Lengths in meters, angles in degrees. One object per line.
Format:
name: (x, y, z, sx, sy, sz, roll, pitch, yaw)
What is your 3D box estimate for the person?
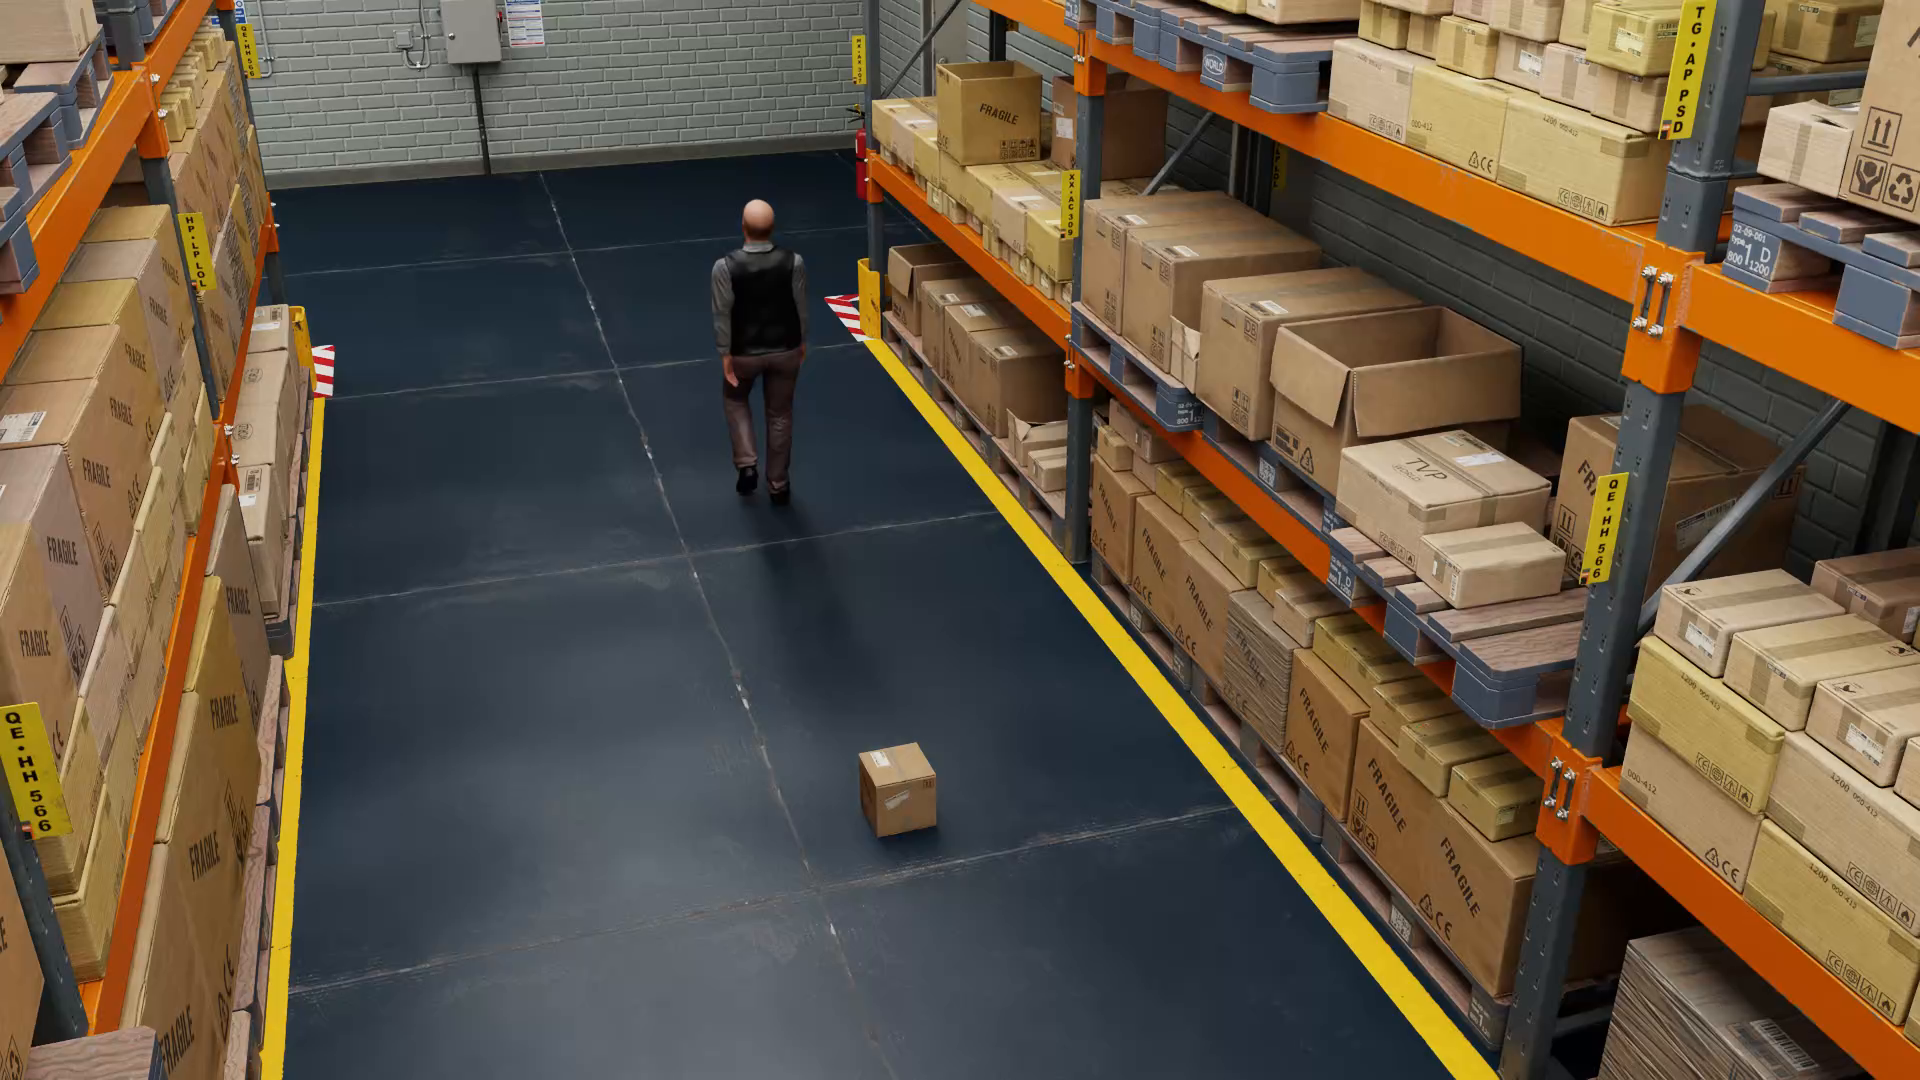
person: (-1.104, -1.050, 9.262, 0.539, 1.748, 0.472, -5, 27, -10)
